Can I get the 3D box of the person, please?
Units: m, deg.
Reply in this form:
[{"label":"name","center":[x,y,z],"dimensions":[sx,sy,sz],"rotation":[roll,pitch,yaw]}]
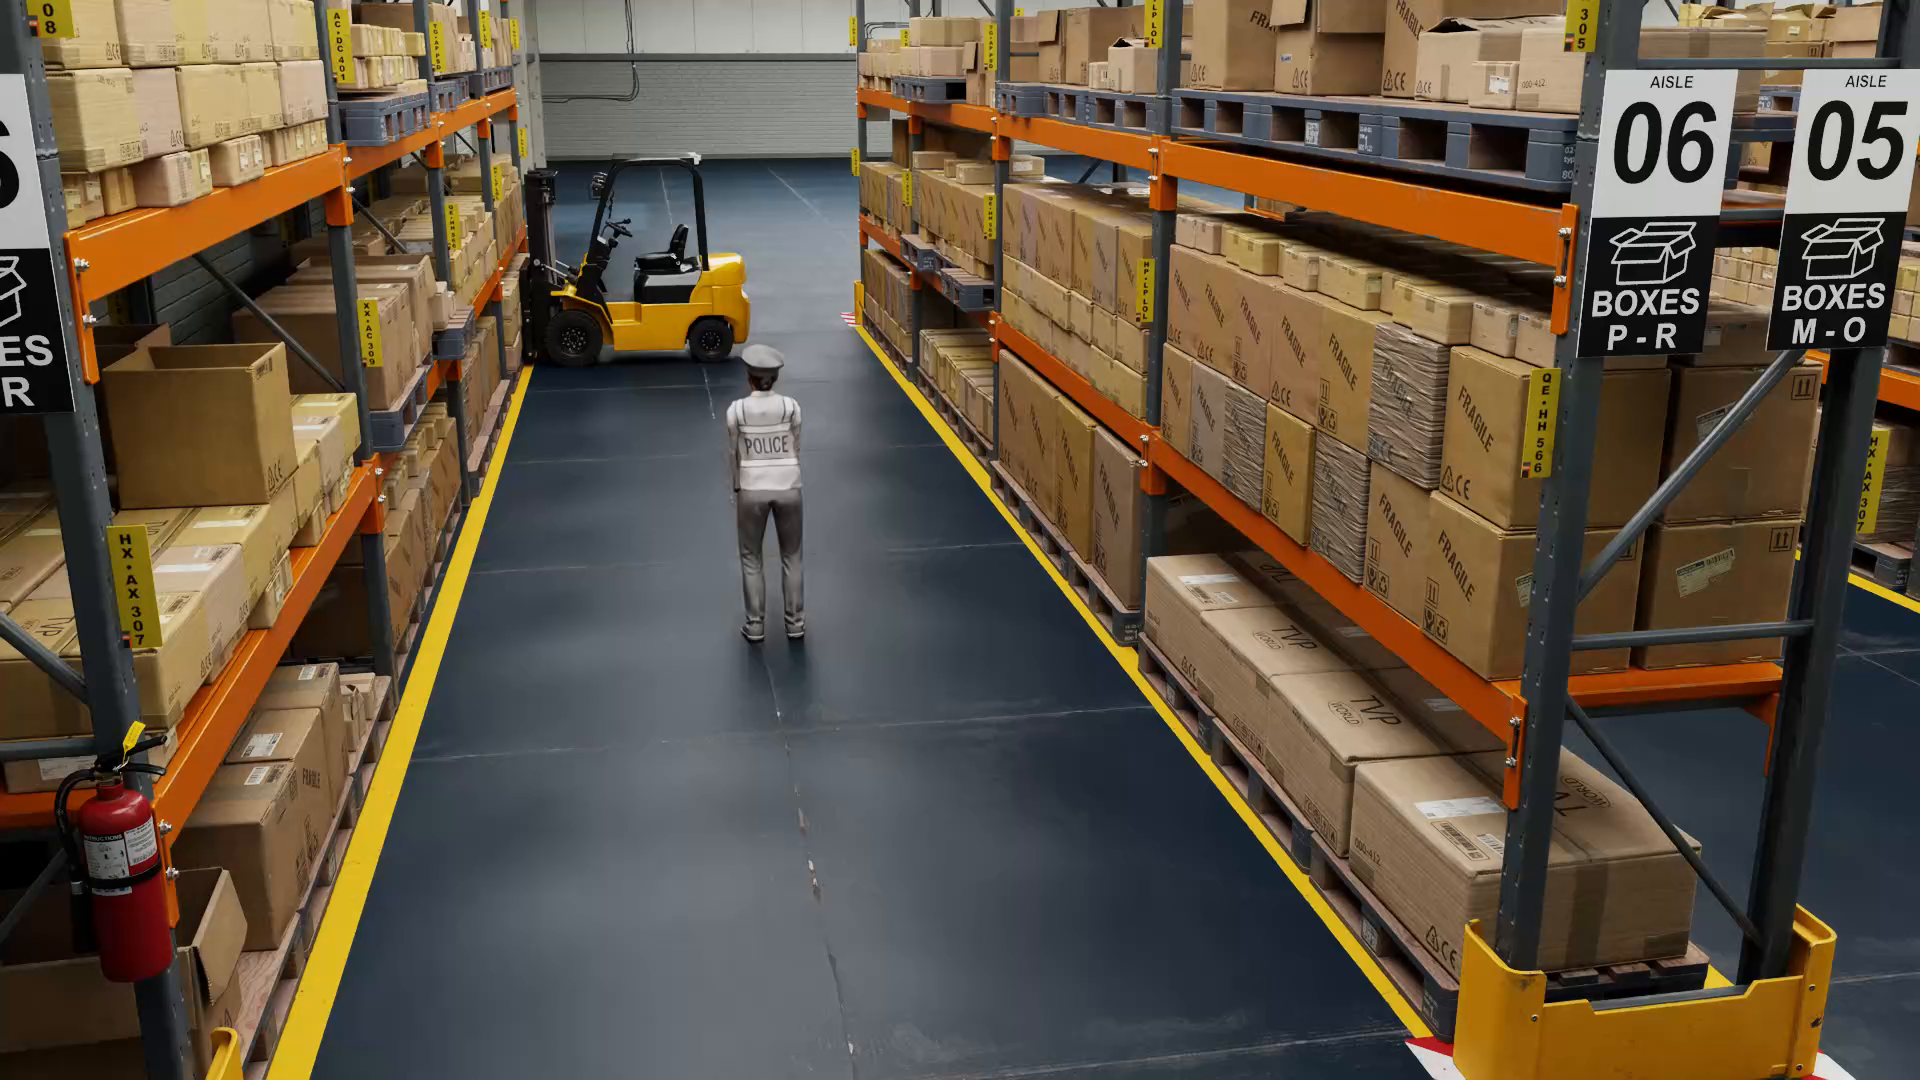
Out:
[{"label":"person","center":[-1.103,-0.251,9.372],"dimensions":[0.546,1.667,0.369],"rotation":[-4,17,-13]}]
